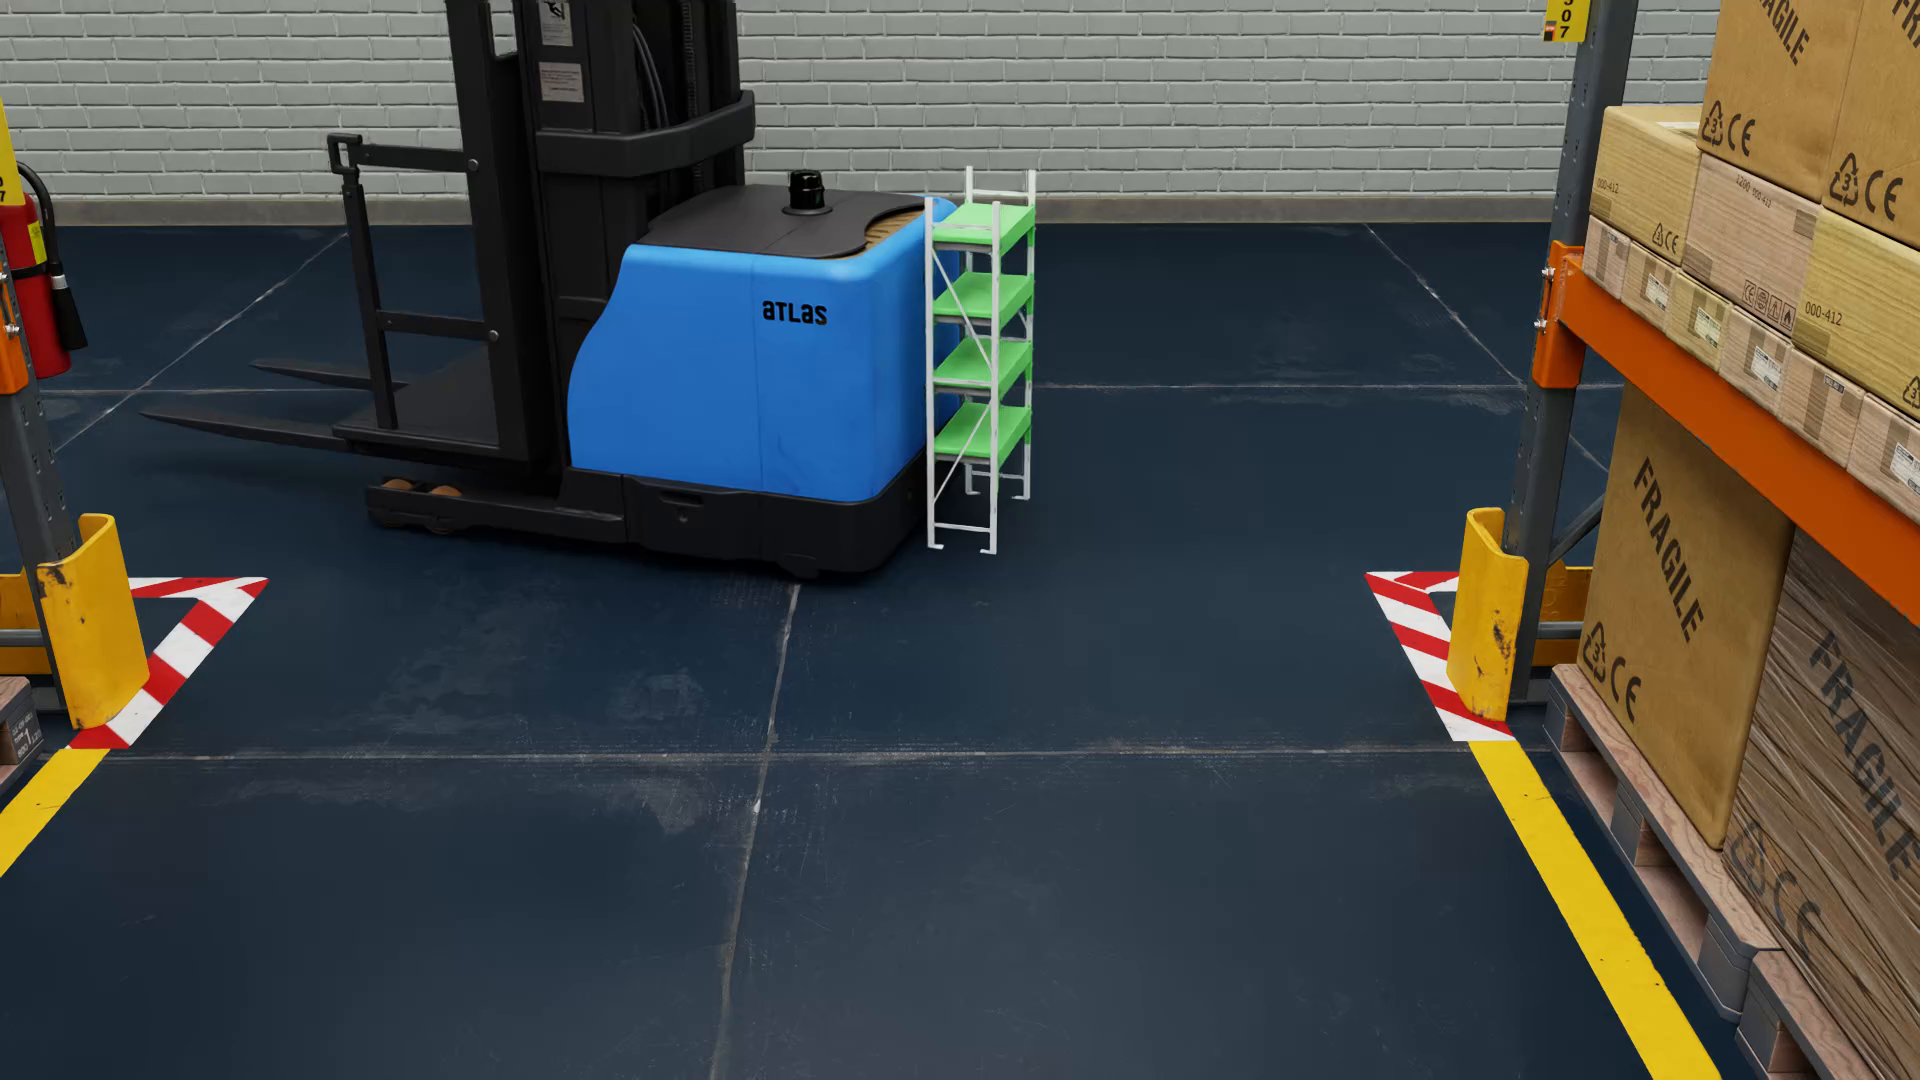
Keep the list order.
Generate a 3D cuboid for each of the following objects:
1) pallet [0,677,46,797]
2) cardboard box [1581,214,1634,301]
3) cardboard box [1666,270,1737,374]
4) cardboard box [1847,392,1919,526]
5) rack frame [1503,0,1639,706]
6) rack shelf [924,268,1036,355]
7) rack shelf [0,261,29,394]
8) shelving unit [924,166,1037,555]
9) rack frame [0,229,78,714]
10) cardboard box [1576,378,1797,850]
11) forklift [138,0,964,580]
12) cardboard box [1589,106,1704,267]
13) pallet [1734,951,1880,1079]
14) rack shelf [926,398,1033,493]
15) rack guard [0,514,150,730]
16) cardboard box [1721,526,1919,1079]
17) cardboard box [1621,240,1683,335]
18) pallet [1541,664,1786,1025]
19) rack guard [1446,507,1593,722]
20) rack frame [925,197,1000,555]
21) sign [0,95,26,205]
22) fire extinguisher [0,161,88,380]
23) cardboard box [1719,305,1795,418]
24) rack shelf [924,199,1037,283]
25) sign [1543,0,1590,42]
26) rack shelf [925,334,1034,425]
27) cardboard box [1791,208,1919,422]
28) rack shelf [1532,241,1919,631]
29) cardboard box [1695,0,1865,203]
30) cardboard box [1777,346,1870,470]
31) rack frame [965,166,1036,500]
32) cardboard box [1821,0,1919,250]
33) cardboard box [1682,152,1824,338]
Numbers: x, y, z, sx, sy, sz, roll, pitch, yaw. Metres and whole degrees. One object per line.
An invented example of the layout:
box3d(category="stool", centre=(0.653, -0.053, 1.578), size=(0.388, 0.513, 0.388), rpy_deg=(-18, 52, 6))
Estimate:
box3d(category="pallet", centre=(-2.967, 0.708, 3.928), size=(1.003, 0.211, 1.213), rpy_deg=(0, 24, -1))
box3d(category="cardboard box", centre=(1.690, -0.662, 3.879), size=(0.380, 0.149, 0.250), rpy_deg=(0, 24, 0))
box3d(category="cardboard box", centre=(1.697, -0.451, 3.412), size=(0.380, 0.149, 0.250), rpy_deg=(-1, 24, -2))
box3d(category="cardboard box", centre=(1.706, -0.132, 2.708), size=(0.380, 0.149, 0.250), rpy_deg=(-1, 24, -1))
box3d(category="rack frame", centre=(2.016, -0.924, 4.154), size=(1.000, 3.000, 0.127), rpy_deg=(0, 24, -1))
box3d(category="rack shelf", centre=(0.073, -0.771, 5.571), size=(0.258, 0.148, 0.480), rpy_deg=(7, 25, 14))
box3d(category="rack shelf", centre=(-2.915, 0.250, 2.431), size=(1.077, 0.370, 4.000), rpy_deg=(0, 24, -1))
box3d(category="shelving unit", centre=(0.073, -0.610, 5.644), size=(0.258, 1.200, 0.503), rpy_deg=(7, 25, 14))
box3d(category="rack frame", centre=(-2.937, -0.902, 4.105), size=(1.000, 3.000, 0.127), rpy_deg=(0, 24, -1))
box3d(category="cardboard box", centre=(2.103, 0.116, 3.923), size=(0.875, 0.875, 0.875), rpy_deg=(0, 24, -1))
box3d(category="forklift", centre=(-1.562, -1.551, 5.623), size=(3.031, 2.935, 1.130), rpy_deg=(8, 25, 16))
box3d(category="cardboard box", centre=(1.751, -0.793, 3.684), size=(0.500, 0.250, 0.500), rpy_deg=(-1, 24, -2))
box3d(category="pallet", centre=(2.113, 1.177, 2.892), size=(1.003, 0.211, 1.213), rpy_deg=(0, 24, -1))
box3d(category="rack shelf", centre=(0.073, -0.333, 5.769), size=(0.258, 0.148, 0.480), rpy_deg=(7, 25, 14))
box3d(category="rack guard", centre=(-2.950, 0.227, 4.642), size=(1.175, 0.500, 0.348), rpy_deg=(0, 24, -1))
box3d(category="cardboard box", centre=(2.113, 0.491, 3.094), size=(0.875, 0.875, 0.875), rpy_deg=(0, 24, -1))
box3d(category="cardboard box", centre=(1.694, -0.557, 3.645), size=(0.380, 0.149, 0.250), rpy_deg=(-1, 24, -1))
box3d(category="pallet", centre=(2.103, 0.675, 4.001), size=(1.003, 0.211, 1.213), rpy_deg=(0, 24, -1))
box3d(category="rack guard", centre=(2.015, 0.205, 4.691), size=(1.175, 0.500, 0.348), rpy_deg=(0, 24, -1))
box3d(category="rack frame", centre=(0.008, -0.513, 5.429), size=(0.240, 1.200, 0.015), rpy_deg=(7, 25, 14))
box3d(category="sign", centre=(-2.387, -0.986, 4.091), size=(0.100, 0.325, 0.005), rpy_deg=(0, 24, -1))
box3d(category="fire extinguisher", centre=(-2.484, -0.761, 4.340), size=(0.296, 0.674, 0.183), rpy_deg=(0, 24, -1))
box3d(category="cardboard box", centre=(1.701, -0.344, 3.174), size=(0.380, 0.149, 0.250), rpy_deg=(-1, 24, -1))
box3d(category="rack shelf", centre=(0.073, -0.990, 5.472), size=(0.258, 0.148, 0.480), rpy_deg=(7, 25, 14))
box3d(category="sign", centre=(1.461, -1.355, 3.959), size=(0.100, 0.325, 0.005), rpy_deg=(0, 24, -1))
box3d(category="rack shelf", centre=(0.073, -0.552, 5.670), size=(0.258, 0.148, 0.480), rpy_deg=(7, 25, 14))
box3d(category="cardboard box", centre=(1.765, -0.371, 2.752), size=(0.500, 0.250, 0.500), rpy_deg=(-1, 24, -2))
box3d(category="rack shelf", centre=(2.038, 0.227, 2.480), size=(1.077, 0.370, 4.000), rpy_deg=(0, 24, -1))
box3d(category="cardboard box", centre=(1.756, -0.928, 3.074), size=(0.500, 0.500, 0.500), rpy_deg=(-1, 24, -2))
box3d(category="cardboard box", centre=(1.703, -0.239, 2.943), size=(0.380, 0.149, 0.250), rpy_deg=(-1, 24, -2))
box3d(category="rack frame", centre=(0.138, -0.707, 5.858), size=(0.240, 1.200, 0.015), rpy_deg=(7, 25, 14))
box3d(category="cardboard box", centre=(1.768, -0.715, 2.602), size=(0.500, 0.500, 0.500), rpy_deg=(-1, 24, -2))
box3d(category="cardboard box", centre=(1.763, -0.578, 3.210), size=(0.500, 0.250, 0.500), rpy_deg=(-1, 24, -1))
